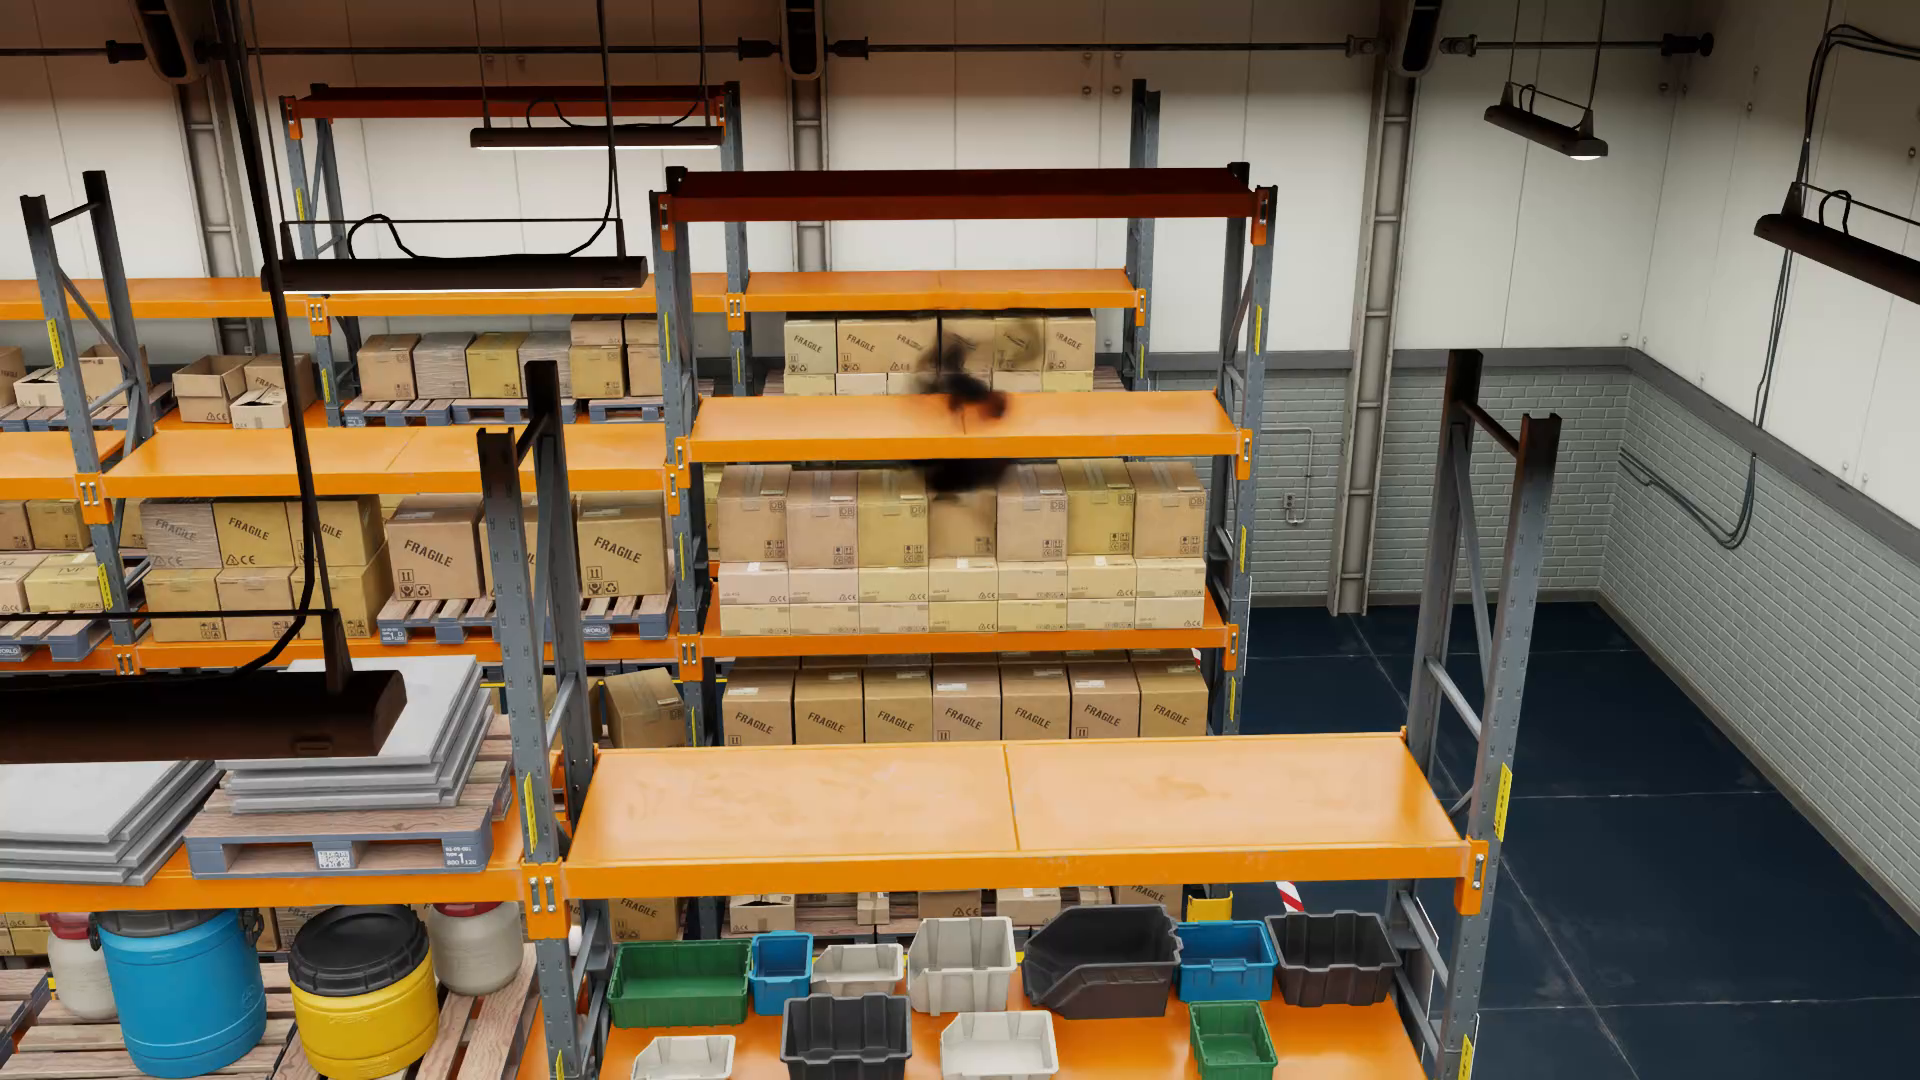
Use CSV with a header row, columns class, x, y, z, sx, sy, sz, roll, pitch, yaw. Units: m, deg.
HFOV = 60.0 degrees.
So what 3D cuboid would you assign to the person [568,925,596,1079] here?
class,x,y,z,sx,sy,sz,roll,pitch,yaw
person,-2.365,3.155,10.395,0.766,1.765,0.715,-4,22,-9
